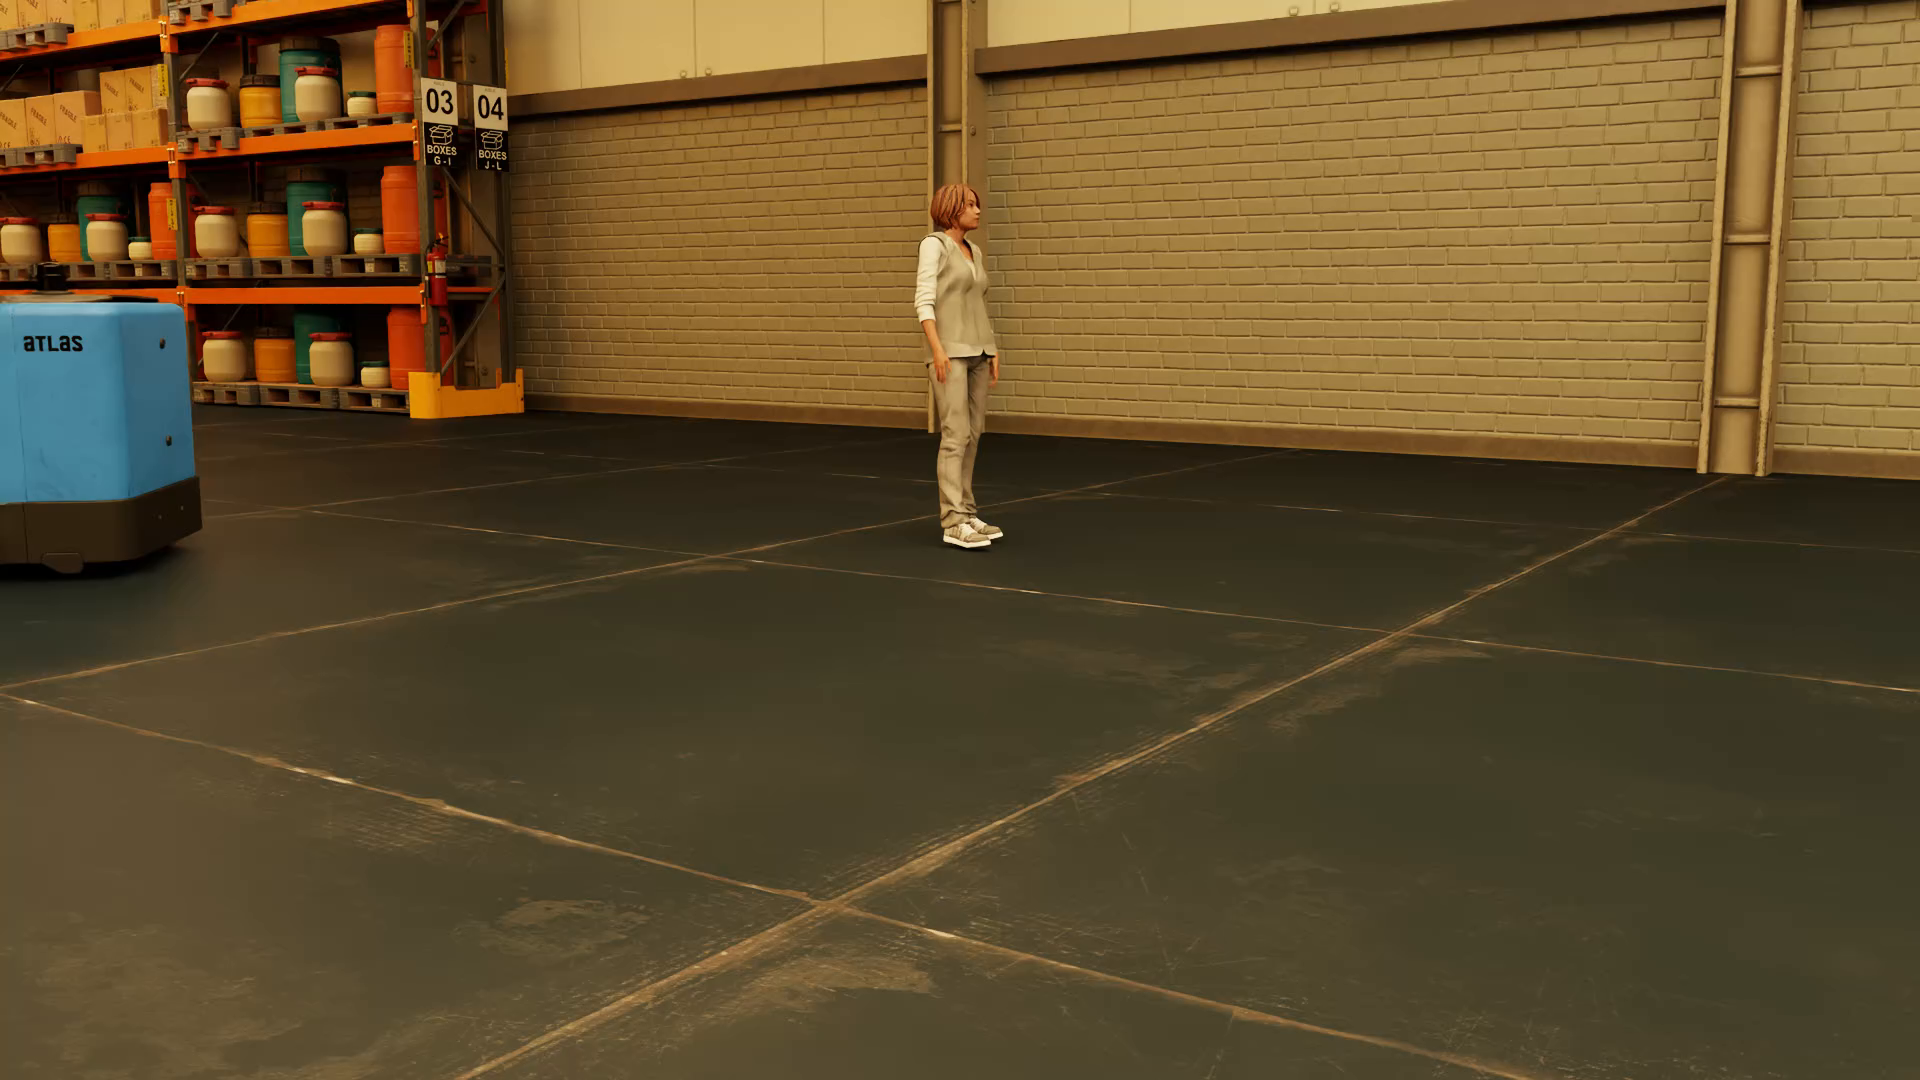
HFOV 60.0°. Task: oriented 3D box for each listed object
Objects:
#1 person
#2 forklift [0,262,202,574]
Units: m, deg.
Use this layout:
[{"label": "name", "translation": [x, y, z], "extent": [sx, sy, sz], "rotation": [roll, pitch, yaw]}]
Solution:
[{"label": "person", "translation": [0.054, -0.791, 7.437], "extent": [0.473, 1.599, 0.520], "rotation": [5, 10, 34]}, {"label": "forklift", "translation": [-4.812, -1.334, 6.572], "extent": [3.031, 2.935, 1.130], "rotation": [-1, 8, -9]}]
